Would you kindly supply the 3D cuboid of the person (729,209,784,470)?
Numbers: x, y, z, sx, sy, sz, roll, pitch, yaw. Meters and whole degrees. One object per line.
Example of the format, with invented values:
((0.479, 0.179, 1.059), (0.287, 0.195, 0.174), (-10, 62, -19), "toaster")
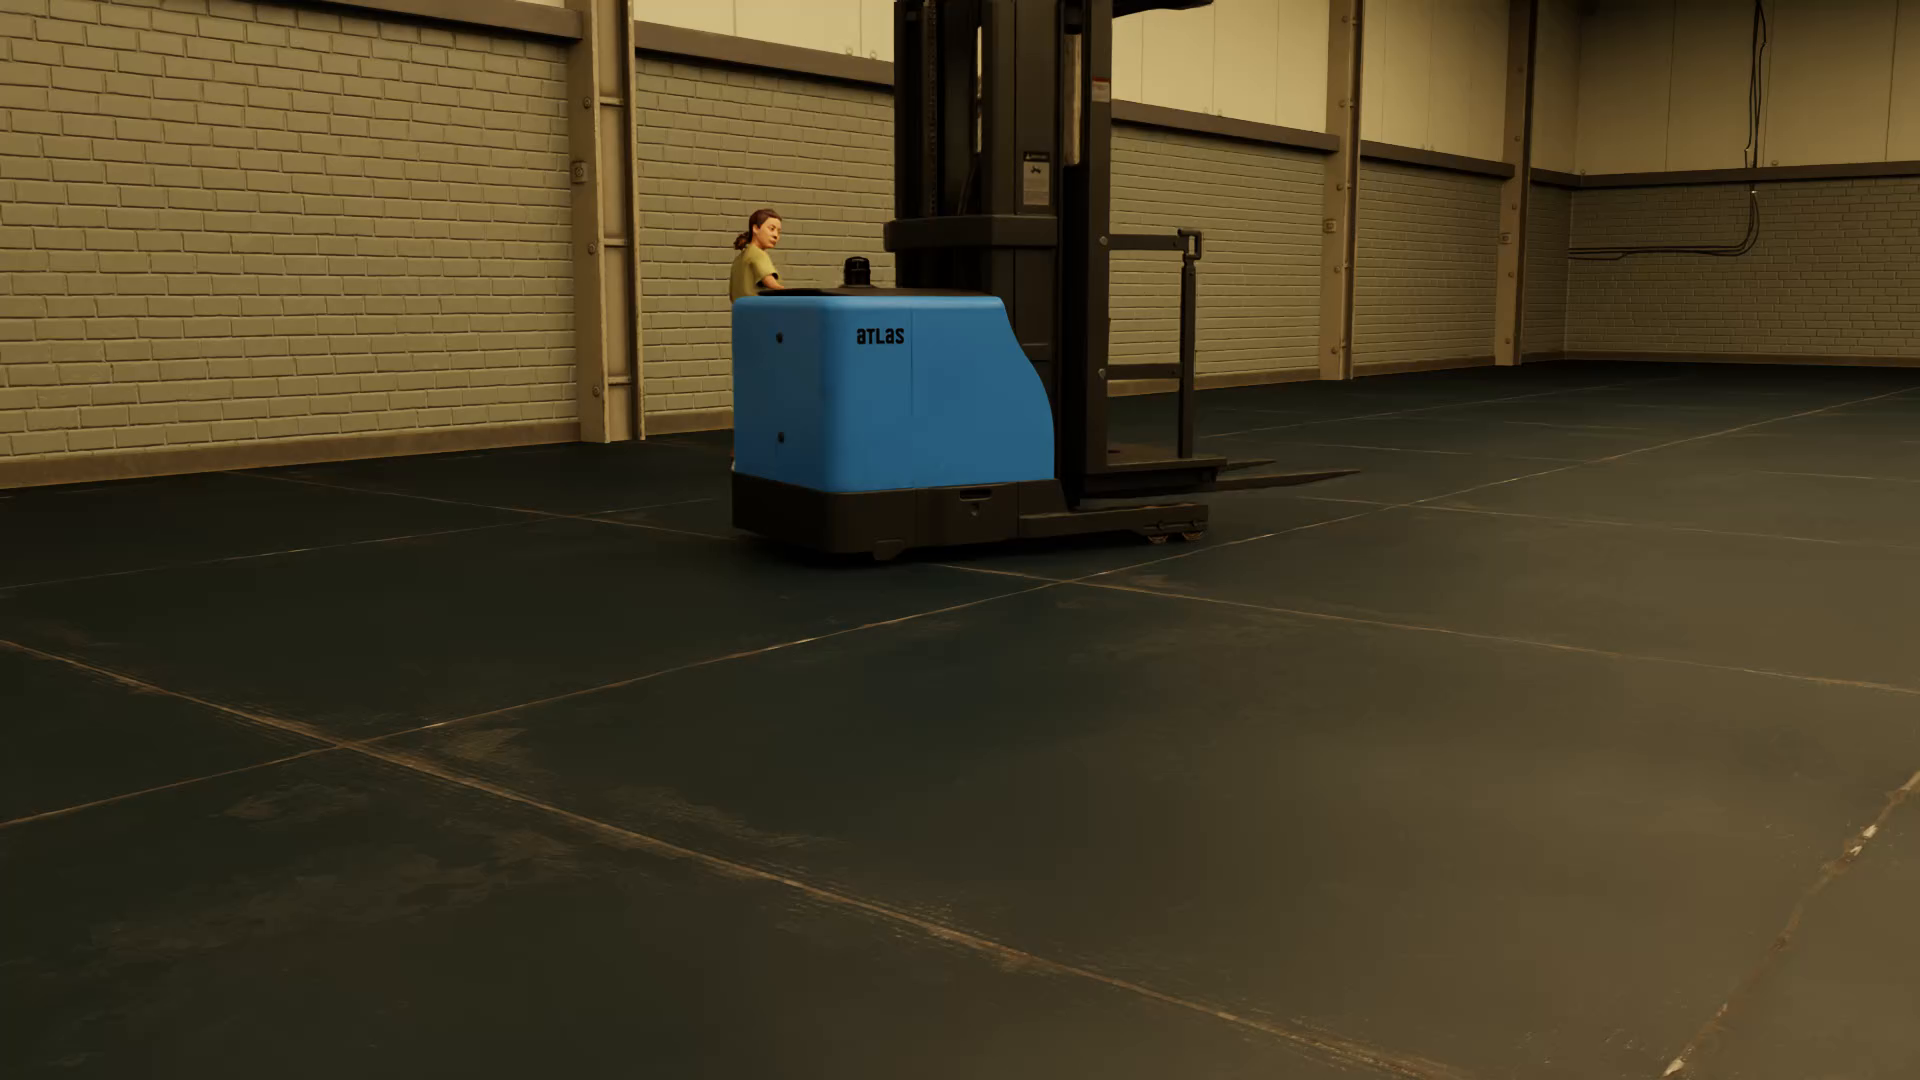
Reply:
((-1.187, -1.214, 10.224), (0.477, 1.618, 0.687), (-6, 10, -36), "person")

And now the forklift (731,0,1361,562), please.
((0.518, -1.498, 7.522), (3.031, 2.935, 1.130), (-5, 10, -31), "forklift")
